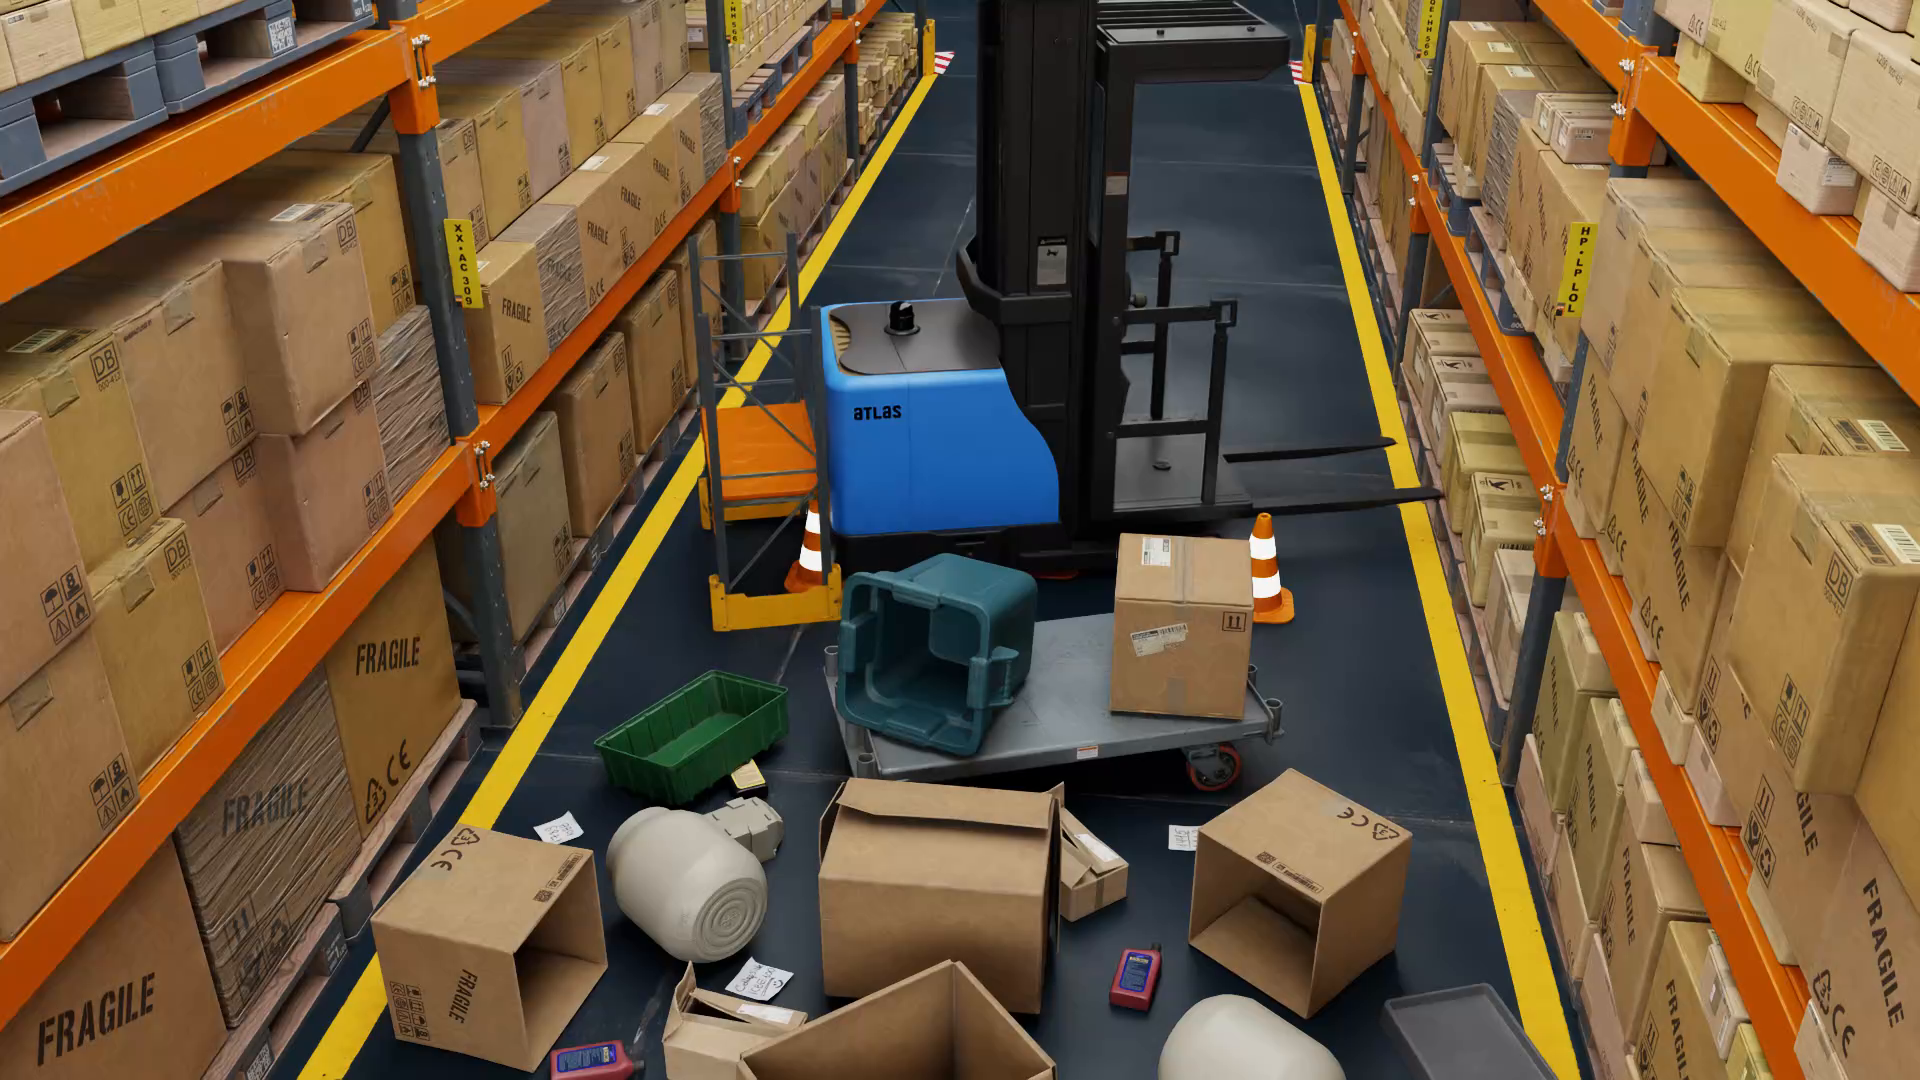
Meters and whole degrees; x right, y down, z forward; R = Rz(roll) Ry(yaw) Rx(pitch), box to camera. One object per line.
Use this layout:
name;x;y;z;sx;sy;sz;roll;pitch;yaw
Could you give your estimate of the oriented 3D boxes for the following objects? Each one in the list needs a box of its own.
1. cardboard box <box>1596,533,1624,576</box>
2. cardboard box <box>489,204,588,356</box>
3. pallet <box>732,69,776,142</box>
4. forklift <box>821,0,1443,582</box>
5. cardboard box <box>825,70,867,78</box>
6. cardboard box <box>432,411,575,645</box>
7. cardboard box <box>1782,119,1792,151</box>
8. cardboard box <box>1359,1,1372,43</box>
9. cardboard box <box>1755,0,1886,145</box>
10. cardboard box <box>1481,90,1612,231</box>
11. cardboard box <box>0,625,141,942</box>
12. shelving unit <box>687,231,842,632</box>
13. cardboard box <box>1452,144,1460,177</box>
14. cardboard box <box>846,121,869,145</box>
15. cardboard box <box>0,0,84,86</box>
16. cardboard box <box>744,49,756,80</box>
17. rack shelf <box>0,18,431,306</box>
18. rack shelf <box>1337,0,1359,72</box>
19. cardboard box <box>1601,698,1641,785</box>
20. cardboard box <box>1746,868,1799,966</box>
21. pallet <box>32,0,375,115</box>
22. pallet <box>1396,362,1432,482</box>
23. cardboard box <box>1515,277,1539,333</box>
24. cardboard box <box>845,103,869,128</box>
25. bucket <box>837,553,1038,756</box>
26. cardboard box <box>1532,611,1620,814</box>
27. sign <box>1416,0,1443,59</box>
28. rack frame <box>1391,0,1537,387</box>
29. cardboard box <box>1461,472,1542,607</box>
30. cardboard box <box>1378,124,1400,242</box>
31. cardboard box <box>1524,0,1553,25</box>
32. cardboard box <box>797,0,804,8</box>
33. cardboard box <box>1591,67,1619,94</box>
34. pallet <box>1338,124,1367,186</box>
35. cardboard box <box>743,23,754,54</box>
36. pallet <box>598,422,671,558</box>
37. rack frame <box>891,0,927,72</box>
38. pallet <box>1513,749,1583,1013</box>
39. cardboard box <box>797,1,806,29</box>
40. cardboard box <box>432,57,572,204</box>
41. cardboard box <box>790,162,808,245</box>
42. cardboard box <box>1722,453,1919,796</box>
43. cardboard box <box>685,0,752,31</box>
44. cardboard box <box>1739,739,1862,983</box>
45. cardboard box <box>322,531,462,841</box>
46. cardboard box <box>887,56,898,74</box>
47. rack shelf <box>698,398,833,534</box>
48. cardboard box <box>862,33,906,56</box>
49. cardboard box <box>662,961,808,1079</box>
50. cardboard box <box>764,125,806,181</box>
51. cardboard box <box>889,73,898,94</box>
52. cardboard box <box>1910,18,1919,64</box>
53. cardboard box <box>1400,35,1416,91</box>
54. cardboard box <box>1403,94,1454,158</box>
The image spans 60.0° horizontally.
cardboard box;2.273;0.006;5.342;0.380;0.149;0.250;4;29;8
cardboard box;-1.923;-1.110;7.043;0.500;0.500;0.500;4;29;7
pallet;-1.844;-2.737;10.369;1.213;0.211;1.003;3;28;6
forklift;0.835;-1.371;7.704;3.031;2.935;1.130;-4;29;-7
cardboard box;-1.013;-3.952;14.359;0.380;0.149;0.250;3;28;5
cardboard box;-2.329;-0.088;7.181;1.050;0.750;0.750;3;28;6
cardboard box;2.206;-0.950;3.953;0.380;0.149;0.250;2;28;5
cardboard box;3.274;-3.864;12.419;0.500;0.250;0.500;3;28;5
cardboard box;2.156;-1.072;3.760;0.500;0.250;0.500;4;29;7
cardboard box;2.630;-1.670;7.325;0.500;0.500;0.500;2;28;4
cardboard box;-2.566;0.527;3.952;0.875;0.550;0.550;3;28;6
shelving unit;-0.919;-0.523;7.639;0.587;1.500;1.083;-5;29;-9
cardboard box;2.728;-1.914;8.463;0.380;0.149;0.250;2;28;3
cardboard box;-0.972;-3.445;14.045;0.380;0.149;0.250;2;28;4
cardboard box;-2.229;-1.127;3.733;0.380;0.149;0.250;3;28;6
cardboard box;-1.505;-3.006;10.489;0.380;0.149;0.250;5;29;9
rack shelf;-2.561;-0.659;3.906;1.077;0.370;4.000;3;28;6
rack shelf;3.835;-4.747;14.657;1.077;0.370;4.000;3;28;6
cardboard box;2.133;0.613;4.932;0.380;0.149;0.250;4;29;8
cardboard box;2.040;0.842;3.789;0.380;0.149;0.250;3;28;6
pallet;-2.426;-1.494;4.791;1.003;0.211;1.213;3;28;6
pallet;3.002;-0.644;9.223;1.003;0.211;1.213;3;28;6
cardboard box;2.444;-0.936;6.646;0.380;0.149;0.250;3;28;5
cardboard box;-0.973;-3.575;13.973;0.380;0.149;0.250;5;29;9
bucket;-0.044;0.373;6.243;0.726;0.611;0.620;14;21;24
cardboard box;2.269;0.601;5.637;0.500;0.500;0.500;5;29;9
sign;2.548;-2.780;9.026;0.100;0.325;0.005;3;28;6
rack frame;3.100;-2.239;9.244;1.000;3.000;0.127;3;28;6
cardboard box;2.756;0.030;7.360;0.950;0.372;0.625;5;29;9
cardboard box;3.490;-2.650;11.803;0.875;0.875;0.875;4;29;8
cardboard box;3.403;-2.941;9.388;0.500;0.500;0.500;2;28;5
cardboard box;-1.315;-3.877;11.792;0.380;0.149;0.250;2;28;4
cardboard box;3.207;-1.887;7.729;0.500;0.500;0.500;1;28;3
pallet;3.761;-3.248;14.056;1.003;0.211;1.213;3;28;6
cardboard box;-1.506;-3.154;10.450;0.380;0.149;0.250;2;28;5
pallet;-2.149;-0.312;8.607;1.003;0.211;1.213;3;28;6
rack frame;-0.845;-6.245;16.680;1.000;3.000;0.127;3;28;6
pallet;2.562;1.189;5.820;1.003;0.211;1.213;3;28;6
cardboard box;-1.311;-3.749;11.869;0.380;0.149;0.250;2;28;4
cardboard box;-2.137;-1.795;7.259;0.700;0.500;0.500;4;29;7
cardboard box;-1.369;-2.361;11.662;0.500;0.500;0.500;3;28;5
cardboard box;1.995;0.174;3.291;0.700;0.500;0.500;3;28;6
cardboard box;-1.512;-3.264;10.340;0.380;0.149;0.250;3;28;6
cardboard box;2.043;0.609;3.538;0.500;0.500;0.500;3;28;6
cardboard box;-2.462;0.446;6.057;0.875;0.875;0.875;4;29;7
cardboard box;-0.789;-4.432;15.564;0.380;0.149;0.250;5;29;9
rack shelf;-0.918;-0.360;7.716;0.538;0.185;1.000;-5;29;-9
cardboard box;-0.724;-4.681;15.712;0.380;0.149;0.250;4;29;8
cardboard box;-0.698;1.523;5.143;0.396;0.266;0.258;8;29;15
cardboard box;-1.365;-2.675;11.455;0.500;0.250;0.500;4;29;7
cardboard box;-0.791;-4.301;15.633;0.380;0.149;0.250;4;29;7
cardboard box;2.022;-0.935;3.084;0.380;0.149;0.250;4;29;7
cardboard box;2.966;-2.878;10.060;0.500;0.250;0.500;3;28;5
cardboard box;2.904;-2.426;9.749;0.500;0.250;0.500;2;28;4
